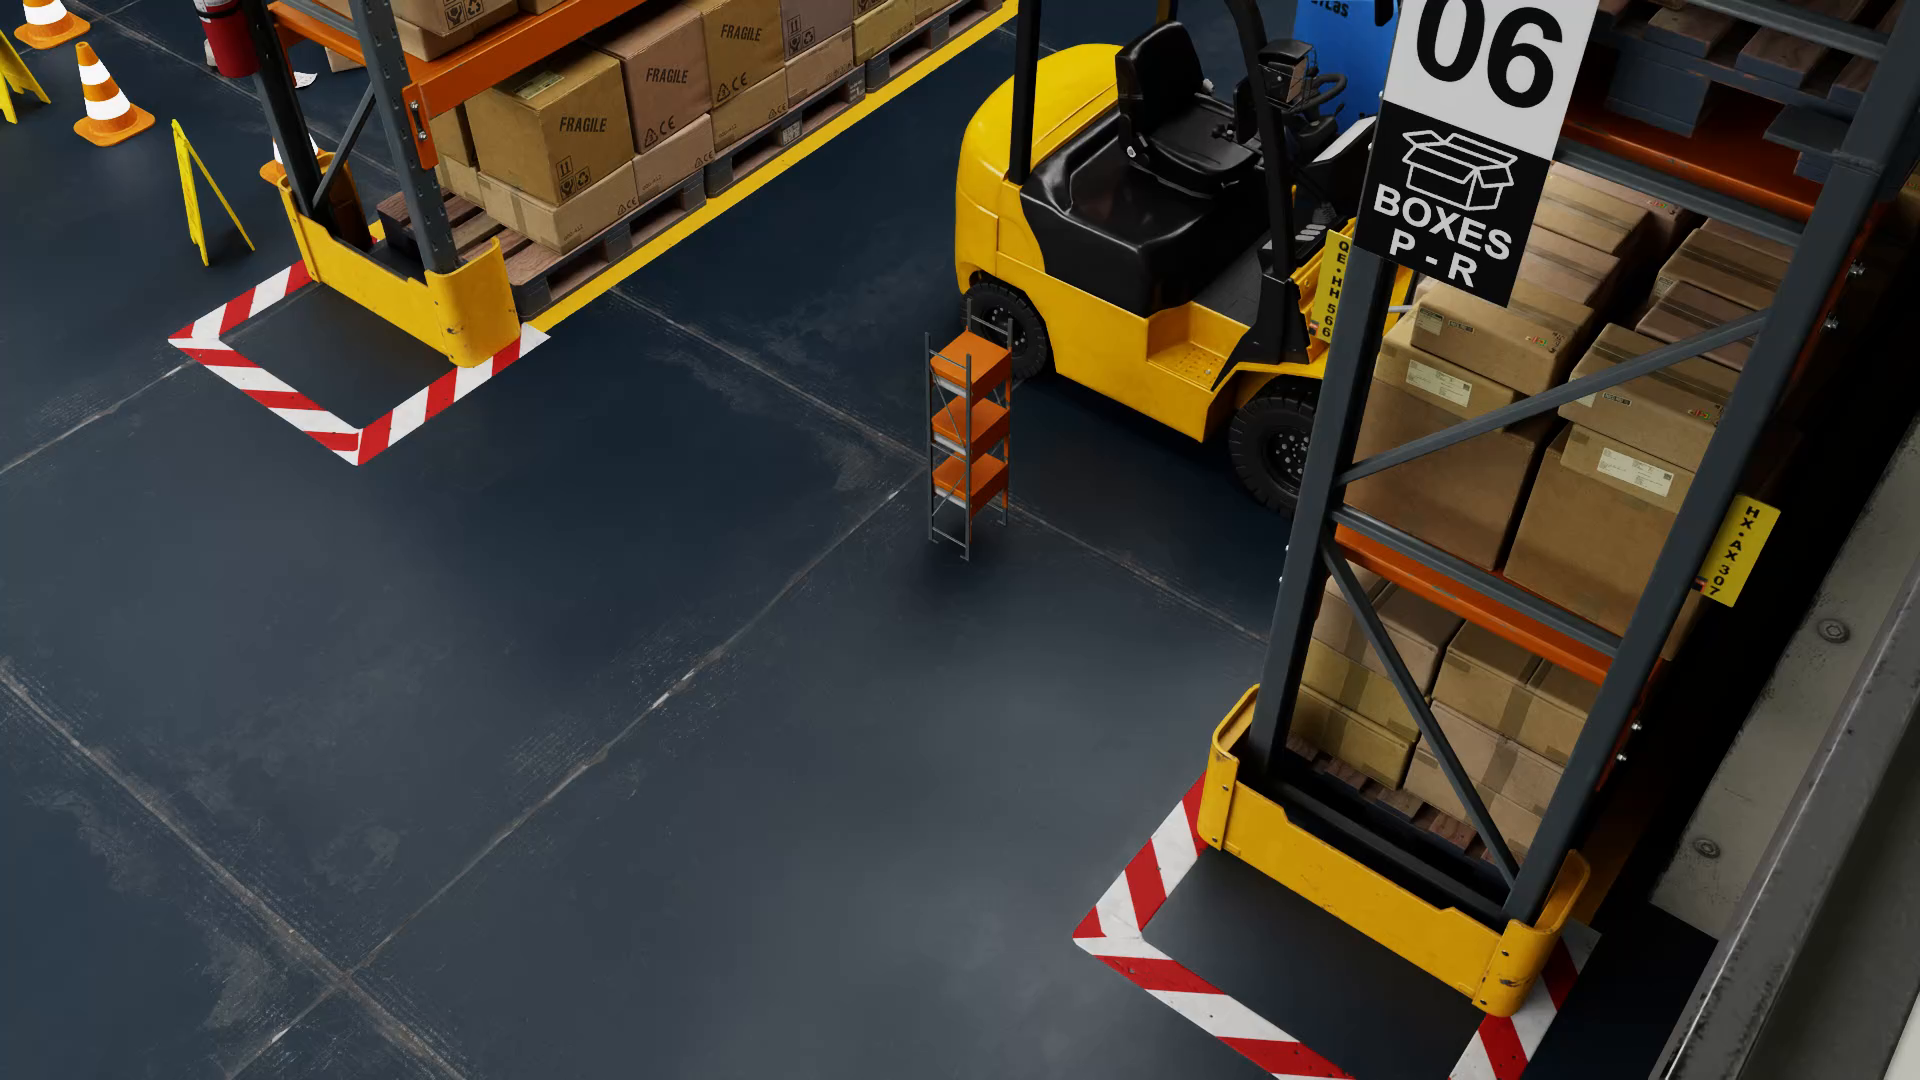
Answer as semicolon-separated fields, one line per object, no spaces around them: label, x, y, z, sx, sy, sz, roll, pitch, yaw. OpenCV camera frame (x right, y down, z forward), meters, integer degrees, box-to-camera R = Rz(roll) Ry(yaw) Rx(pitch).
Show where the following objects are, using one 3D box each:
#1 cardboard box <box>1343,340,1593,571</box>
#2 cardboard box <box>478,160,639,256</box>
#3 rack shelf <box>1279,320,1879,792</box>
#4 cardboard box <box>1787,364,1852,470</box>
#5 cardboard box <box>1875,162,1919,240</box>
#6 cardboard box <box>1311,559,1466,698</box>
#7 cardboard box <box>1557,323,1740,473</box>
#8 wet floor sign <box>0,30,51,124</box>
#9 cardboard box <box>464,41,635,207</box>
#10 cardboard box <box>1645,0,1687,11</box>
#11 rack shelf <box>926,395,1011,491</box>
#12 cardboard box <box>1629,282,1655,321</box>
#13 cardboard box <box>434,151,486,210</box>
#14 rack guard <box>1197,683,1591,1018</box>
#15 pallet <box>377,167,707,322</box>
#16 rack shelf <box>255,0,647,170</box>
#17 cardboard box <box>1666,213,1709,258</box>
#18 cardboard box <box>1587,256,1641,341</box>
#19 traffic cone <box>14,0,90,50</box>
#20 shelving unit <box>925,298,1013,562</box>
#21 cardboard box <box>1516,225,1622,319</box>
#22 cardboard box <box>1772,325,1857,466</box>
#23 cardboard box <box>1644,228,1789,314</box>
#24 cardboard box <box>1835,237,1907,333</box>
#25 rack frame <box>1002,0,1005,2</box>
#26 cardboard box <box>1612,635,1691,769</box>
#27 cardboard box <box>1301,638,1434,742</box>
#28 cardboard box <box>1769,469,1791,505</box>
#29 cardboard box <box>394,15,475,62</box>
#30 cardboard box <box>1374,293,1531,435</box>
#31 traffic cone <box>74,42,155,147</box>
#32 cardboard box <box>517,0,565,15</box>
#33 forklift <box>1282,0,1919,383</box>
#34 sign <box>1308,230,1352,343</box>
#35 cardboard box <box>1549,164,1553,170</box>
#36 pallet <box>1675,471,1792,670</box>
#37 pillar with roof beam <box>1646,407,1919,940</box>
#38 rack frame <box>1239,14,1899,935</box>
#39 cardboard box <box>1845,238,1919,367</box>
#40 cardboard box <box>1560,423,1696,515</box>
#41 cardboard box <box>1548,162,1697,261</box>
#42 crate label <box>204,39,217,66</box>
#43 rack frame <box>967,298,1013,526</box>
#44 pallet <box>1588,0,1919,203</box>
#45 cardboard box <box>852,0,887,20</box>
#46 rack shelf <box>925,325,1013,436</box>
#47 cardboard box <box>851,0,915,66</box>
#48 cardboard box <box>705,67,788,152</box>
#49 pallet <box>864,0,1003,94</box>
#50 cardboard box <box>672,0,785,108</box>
cardboard box;1.457;-0.329;4.784;0.500;0.500;0.500;28;52;24
cardboard box;-1.855;-1.624;7.701;0.500;0.250;0.500;29;53;25
rack shelf;2.586;-0.793;5.794;1.077;0.370;4.000;29;53;25
cardboard box;3.061;-0.594;6.372;0.500;0.250;0.500;29;53;25
cardboard box;2.618;-1.052;4.820;0.380;0.149;0.250;28;52;24
cardboard box;1.398;0.161;5.304;0.500;0.250;0.500;31;54;26
cardboard box;1.738;-0.356;4.155;0.380;0.149;0.250;28;53;24
wet floor sign;-4.996;-2.515;8.569;0.267;0.644;0.232;21;50;19
cardboard box;-1.841;-1.897;7.443;0.500;0.500;0.500;28;52;24
cardboard box;1.441;-1.508;3.476;0.500;0.500;0.500;31;54;26
rack shelf;0.033;-0.386;6.270;0.215;0.259;0.240;29;53;25
cardboard box;2.037;-0.547;4.543;0.380;0.149;0.250;28;53;24
cardboard box;-2.271;-1.880;7.945;0.500;0.250;0.500;29;53;25
rack guard;1.349;0.980;5.331;1.175;0.500;0.348;29;53;25
pallet;-1.996;-1.619;8.013;1.003;0.211;1.213;29;53;25
rack shelf;-1.344;-2.985;7.888;1.077;0.370;4.000;29;53;25
cardboard box;2.094;-0.915;5.344;0.500;0.500;0.500;28;53;24
cardboard box;1.694;-0.759;4.746;0.380;0.149;0.250;30;53;26
traffic cone;-5.097;-3.020;9.178;0.336;0.463;0.334;29;53;25
shelving unit;0.033;-0.393;6.263;0.215;1.050;0.252;29;53;25
cardboard box;1.542;-0.711;4.495;0.380;0.149;0.250;29;53;25
cardboard box;2.187;-0.400;4.852;0.500;0.500;0.500;31;54;26
cardboard box;2.075;-0.648;4.434;0.380;0.149;0.250;30;53;26
cardboard box;2.457;-0.784;4.770;0.380;0.149;0.250;30;53;25
rack frame;-0.121;-4.378;8.721;1.000;3.000;0.127;29;53;25
cardboard box;2.148;0.436;5.733;0.500;0.250;0.500;30;53;25
cardboard box;1.414;0.318;5.500;0.500;0.250;0.500;29;53;25
cardboard box;3.056;-0.437;6.567;0.500;0.250;0.500;29;53;25
cardboard box;-2.195;-2.105;6.723;0.380;0.149;0.250;29;53;25
cardboard box;1.354;-0.478;4.477;0.380;0.149;0.250;30;53;25
traffic cone;-4.411;-2.326;8.514;0.336;0.463;0.334;29;53;25
cardboard box;-1.826;-2.372;6.978;0.380;0.149;0.250;28;52;24
forklift;2.982;-2.466;6.941;1.130;2.935;3.031;-35;56;-29
sign;0.943;-0.627;4.173;0.100;0.325;0.005;29;53;25
cardboard box;1.980;-1.069;5.042;0.380;0.149;0.250;28;52;24
pallet;2.544;-0.085;6.548;1.003;0.211;1.213;29;53;25
pillar with roof beam;-0.904;-3.872;4.089;9.100;9.000;0.400;29;53;25
rack frame;1.363;0.103;4.440;1.000;3.000;0.127;29;53;25
cardboard box;2.807;-0.975;5.401;0.500;0.500;0.500;30;53;26
cardboard box;1.776;-0.235;4.245;0.380;0.149;0.250;28;52;24
cardboard box;1.892;-0.983;4.754;0.380;0.149;0.250;30;53;25
crate label;-3.979;-2.690;9.088;0.250;0.136;0.298;6;47;5
rack frame;0.107;-0.463;6.329;0.200;1.050;0.008;29;53;25
pallet;1.816;-1.296;3.763;1.003;0.211;1.213;29;53;25
cardboard box;-0.580;-3.083;8.577;0.500;0.500;0.500;30;53;26
rack shelf;0.033;-0.582;6.065;0.215;0.259;0.240;29;53;25
cardboard box;-0.588;-2.807;8.831;0.500;0.250;0.500;28;52;24
cardboard box;-1.213;-2.230;8.280;0.500;0.250;0.500;33;54;27
pallet;-0.504;-3.015;9.347;1.003;0.211;1.213;29;53;25
cardboard box;-1.211;-2.481;8.001;0.500;0.500;0.500;30;53;26
